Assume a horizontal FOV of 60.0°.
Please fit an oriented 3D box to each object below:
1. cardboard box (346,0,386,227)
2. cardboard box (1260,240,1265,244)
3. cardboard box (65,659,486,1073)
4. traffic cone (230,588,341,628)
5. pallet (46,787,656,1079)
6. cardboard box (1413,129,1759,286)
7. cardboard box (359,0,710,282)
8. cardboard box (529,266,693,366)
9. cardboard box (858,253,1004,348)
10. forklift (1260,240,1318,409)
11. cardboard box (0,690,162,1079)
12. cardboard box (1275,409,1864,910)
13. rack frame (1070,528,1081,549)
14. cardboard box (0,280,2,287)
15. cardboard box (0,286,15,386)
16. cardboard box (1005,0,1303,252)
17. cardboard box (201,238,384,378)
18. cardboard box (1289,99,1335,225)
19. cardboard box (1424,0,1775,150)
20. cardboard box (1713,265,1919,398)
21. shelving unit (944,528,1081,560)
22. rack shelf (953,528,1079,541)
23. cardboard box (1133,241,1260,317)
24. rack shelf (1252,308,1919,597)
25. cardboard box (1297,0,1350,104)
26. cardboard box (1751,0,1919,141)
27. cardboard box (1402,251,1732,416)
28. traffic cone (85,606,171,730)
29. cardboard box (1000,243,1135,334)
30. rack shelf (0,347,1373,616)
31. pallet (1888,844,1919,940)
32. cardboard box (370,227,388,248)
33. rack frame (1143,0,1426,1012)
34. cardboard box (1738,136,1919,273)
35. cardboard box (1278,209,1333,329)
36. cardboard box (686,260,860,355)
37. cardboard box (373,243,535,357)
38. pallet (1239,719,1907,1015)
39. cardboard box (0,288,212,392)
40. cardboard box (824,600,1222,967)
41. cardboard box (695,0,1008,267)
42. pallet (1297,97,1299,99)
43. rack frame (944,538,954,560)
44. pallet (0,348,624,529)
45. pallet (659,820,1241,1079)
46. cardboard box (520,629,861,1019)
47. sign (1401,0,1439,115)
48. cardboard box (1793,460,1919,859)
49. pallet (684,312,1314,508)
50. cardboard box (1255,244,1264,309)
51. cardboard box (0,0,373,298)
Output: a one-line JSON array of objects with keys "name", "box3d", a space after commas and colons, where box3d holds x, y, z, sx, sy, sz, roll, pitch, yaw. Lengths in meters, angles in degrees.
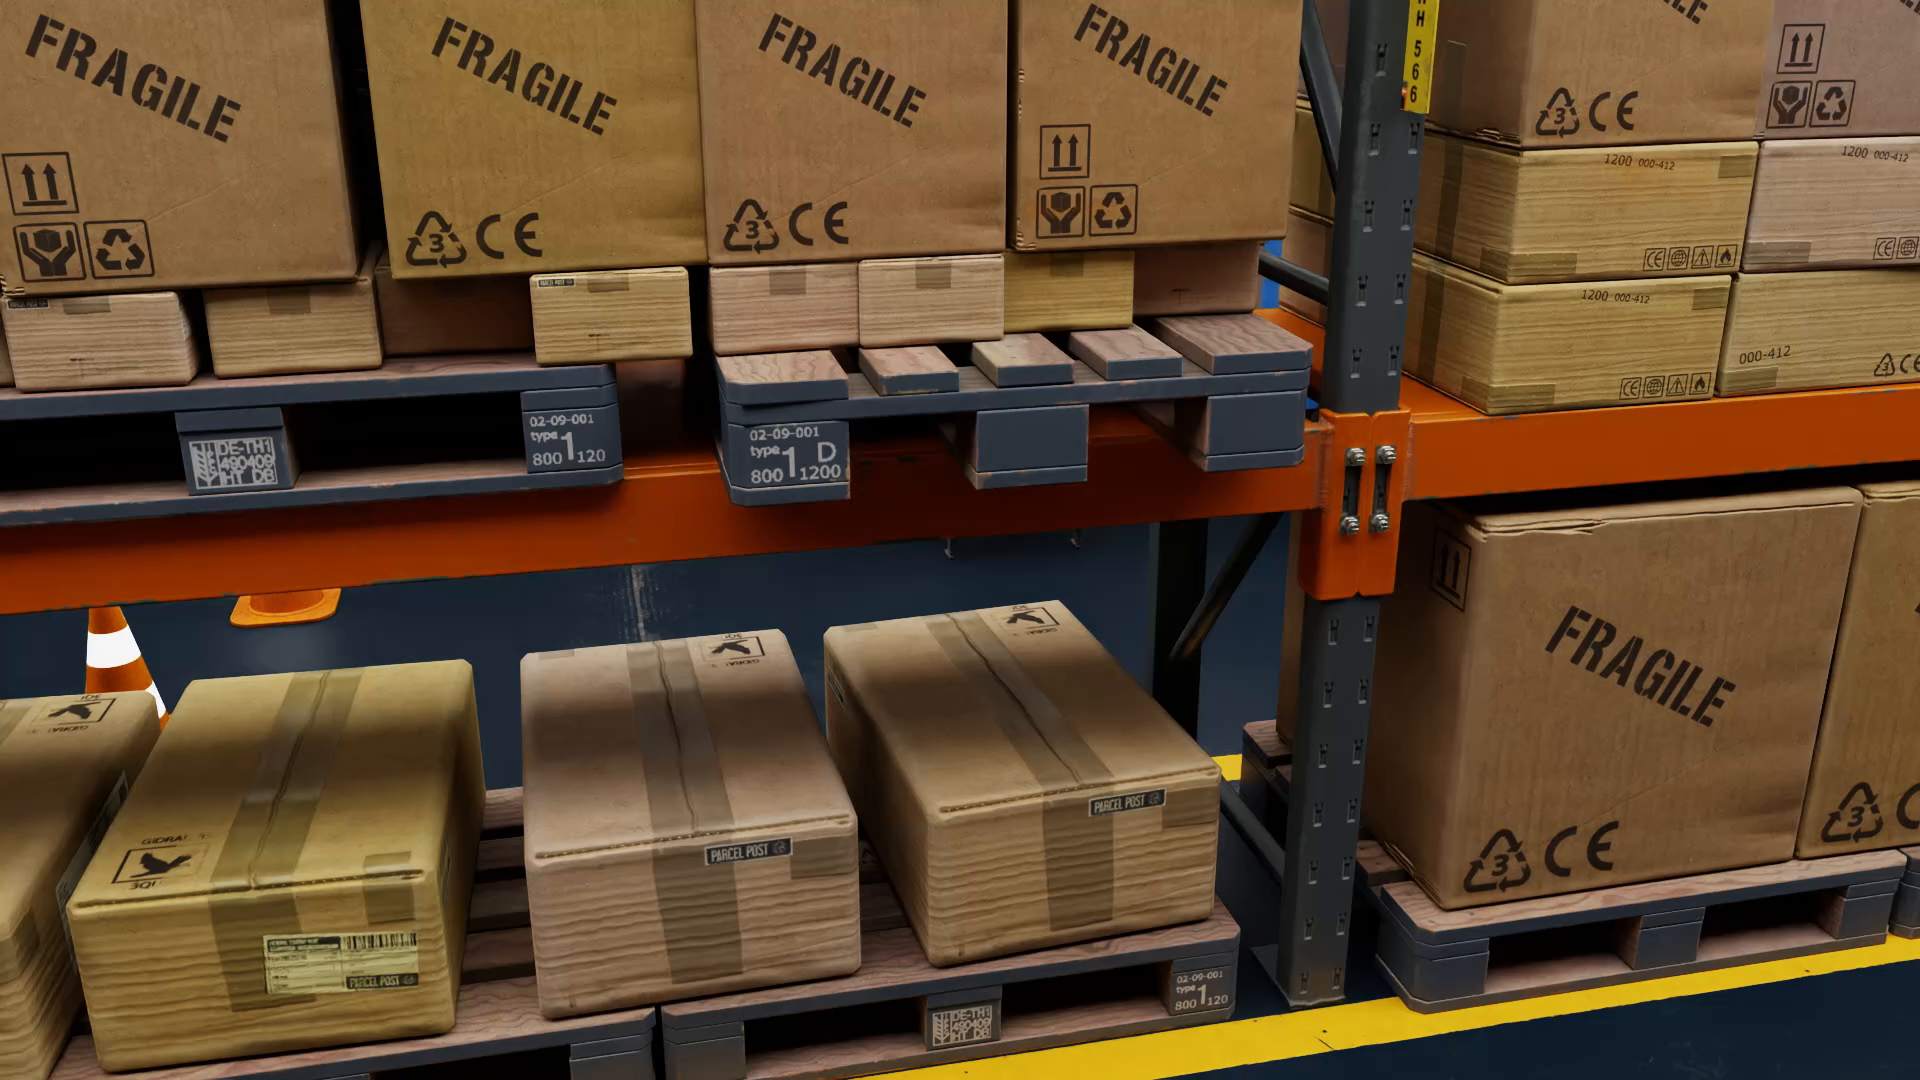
[{"name": "cardboard box", "box3d": [-1.347, -0.872, 3.146, 0.500, 0.500, 0.500, -5, 21, -15]}, {"name": "cardboard box", "box3d": [1.628, -1.686, 8.490, 0.500, 0.250, 0.500, -6, 21, -15]}, {"name": "cardboard box", "box3d": [-1.354, 0.626, 3.455, 0.625, 0.372, 0.950, -4, 20, -11]}, {"name": "traffic cone", "box3d": [-2.302, 0.012, 5.609, 0.334, 0.463, 0.336, -5, 21, -12]}, {"name": "pallet", "box3d": [-1.292, 0.895, 3.565, 1.213, 0.211, 1.003, -5, 21, -12]}, {"name": "cardboard box", "box3d": [1.204, -0.693, 3.337, 0.500, 0.250, 0.500, -5, 21, -13]}, {"name": "cardboard box", "box3d": [-0.716, -0.741, 2.789, 0.500, 0.500, 0.500, -6, 21, -16]}, {"name": "cardboard box", "box3d": [-0.602, -0.422, 2.860, 0.250, 0.149, 0.380, -4, 21, -12]}, {"name": "cardboard box", "box3d": [-0.090, -0.465, 2.979, 0.250, 0.149, 0.380, -5, 21, -13]}, {"name": "forklift", "box3d": [2.794, -1.640, 6.531, 3.031, 2.935, 1.130, -5, 21, -14]}, {"name": "cardboard box", "box3d": [-2.030, 0.682, 3.303, 0.625, 0.372, 0.950, -3, 20, -9]}, {"name": "cardboard box", "box3d": [1.345, 0.202, 3.880, 0.875, 0.875, 0.875, -5, 21, -13]}, {"name": "rack frame", "box3d": [0.399, -1.018, 6.042, 0.015, 2.100, 0.400, -5, 21, -12]}, {"name": "cardboard box", "box3d": [-1.745, -0.654, 2.551, 0.500, 0.500, 0.500, -5, 21, -13]}, {"name": "cardboard box", "box3d": [-1.624, -0.362, 2.697, 0.250, 0.149, 0.380, -4, 21, -12]}, {"name": "cardboard box", "box3d": [0.275, -0.826, 3.020, 0.500, 0.500, 0.500, -5, 21, -14]}, {"name": "cardboard box", "box3d": [-1.101, -0.397, 2.791, 0.250, 0.149, 0.380, -5, 21, -14]}, {"name": "cardboard box", "box3d": [1.067, -0.859, 3.790, 0.500, 0.250, 0.500, -5, 21, -13]}, {"name": "cardboard box", "box3d": [1.190, -1.045, 3.207, 0.500, 0.500, 0.500, -5, 21, -14]}, {"name": "cardboard box", "box3d": [1.684, -0.502, 3.542, 0.500, 0.250, 0.500, -5, 21, -14]}, {"name": "shelving unit", "box3d": [0.161, -0.999, 5.989, 0.503, 2.100, 0.431, -5, 21, -12]}, {"name": "rack shelf", "box3d": [0.161, -0.329, 6.235, 0.480, 0.518, 0.431, -5, 21, -12]}, {"name": "cardboard box", "box3d": [0.389, -0.546, 3.198, 0.250, 0.149, 0.380, -4, 20, -10]}, {"name": "rack shelf", "box3d": [2.600, -0.392, 4.069, 4.000, 0.370, 1.077, -5, 21, -12]}, {"name": "cardboard box", "box3d": [1.097, -1.216, 3.675, 0.500, 0.500, 0.500, -5, 21, -14]}, {"name": "cardboard box", "box3d": [1.671, -1.087, 3.323, 0.500, 0.500, 0.500, -5, 21, -12]}, {"name": "cardboard box", "box3d": [1.188, -0.455, 3.415, 0.500, 0.250, 0.500, -5, 21, -13]}, {"name": "traffic cone", "box3d": [-2.354, 0.370, 4.633, 0.334, 0.463, 0.336, -5, 21, -12]}, {"name": "cardboard box", "box3d": [0.145, -0.500, 3.074, 0.250, 0.149, 0.380, -4, 21, -12]}, {"name": "rack shelf", "box3d": [-1.292, -0.075, 3.205, 4.000, 0.370, 1.077, -5, 21, -12]}, {"name": "pallet", "box3d": [2.623, 0.605, 4.355, 1.213, 0.211, 1.003, -5, 21, -12]}, {"name": "cardboard box", "box3d": [-1.020, -0.574, 3.276, 0.250, 0.149, 0.380, -4, 20, -10]}, {"name": "rack frame", "box3d": [0.654, -0.571, 3.513, 0.127, 3.000, 1.000, -5, 21, -12]}, {"name": "cardboard box", "box3d": [1.707, -0.734, 3.448, 0.500, 0.250, 0.500, -4, 21, -11]}, {"name": "cardboard box", "box3d": [1.086, -0.628, 3.886, 0.500, 0.250, 0.500, -5, 21, -14]}, {"name": "cardboard box", "box3d": [-0.337, -0.448, 2.932, 0.250, 0.149, 0.380, -6, 21, -15]}, {"name": "cardboard box", "box3d": [-0.875, -0.444, 2.921, 0.250, 0.149, 0.380, -4, 21, -12]}, {"name": "pallet", "box3d": [1.438, 0.701, 4.094, 1.213, 0.211, 1.003, -5, 21, -12]}, {"name": "cardboard box", "box3d": [-1.353, -0.366, 2.707, 0.250, 0.149, 0.380, -4, 20, -10]}, {"name": "cardboard box", "box3d": [0.102, 0.507, 3.780, 0.625, 0.372, 0.950, -6, 21, -16]}, {"name": "cardboard box", "box3d": [-0.225, -0.782, 2.899, 0.500, 0.500, 0.500, -5, 21, -13]}, {"name": "pallet", "box3d": [1.333, -2.301, 8.513, 1.213, 0.211, 1.003, -5, 21, -12]}, {"name": "rack frame", "box3d": [-0.076, -0.980, 5.936, 0.015, 2.100, 0.400, -5, 21, -12]}, {"name": "pallet", "box3d": [-1.263, -0.311, 3.081, 1.213, 0.211, 1.003, -5, 21, -12]}, {"name": "pallet", "box3d": [-0.107, 0.799, 3.825, 1.213, 0.211, 1.003, -5, 21, -12]}, {"name": "cardboard box", "box3d": [-0.615, 0.568, 3.613, 0.625, 0.372, 0.950, -5, 21, -14]}, {"name": "sign", "box3d": [0.788, -0.897, 2.834, 0.005, 0.325, 0.100, -5, 21, -12]}, {"name": "cardboard box", "box3d": [2.214, 0.133, 4.069, 0.875, 0.875, 0.875, -4, 21, -12]}, {"name": "pallet", "box3d": [-0.015, -0.389, 3.295, 1.003, 0.211, 1.213, -5, 21, -12]}, {"name": "cardboard box", "box3d": [1.647, -1.338, 8.629, 0.500, 0.500, 0.500, -5, 21, -14]}, {"name": "cardboard box", "box3d": [-1.247, -0.698, 2.672, 0.500, 0.500, 0.500, -6, 21, -15]}]
